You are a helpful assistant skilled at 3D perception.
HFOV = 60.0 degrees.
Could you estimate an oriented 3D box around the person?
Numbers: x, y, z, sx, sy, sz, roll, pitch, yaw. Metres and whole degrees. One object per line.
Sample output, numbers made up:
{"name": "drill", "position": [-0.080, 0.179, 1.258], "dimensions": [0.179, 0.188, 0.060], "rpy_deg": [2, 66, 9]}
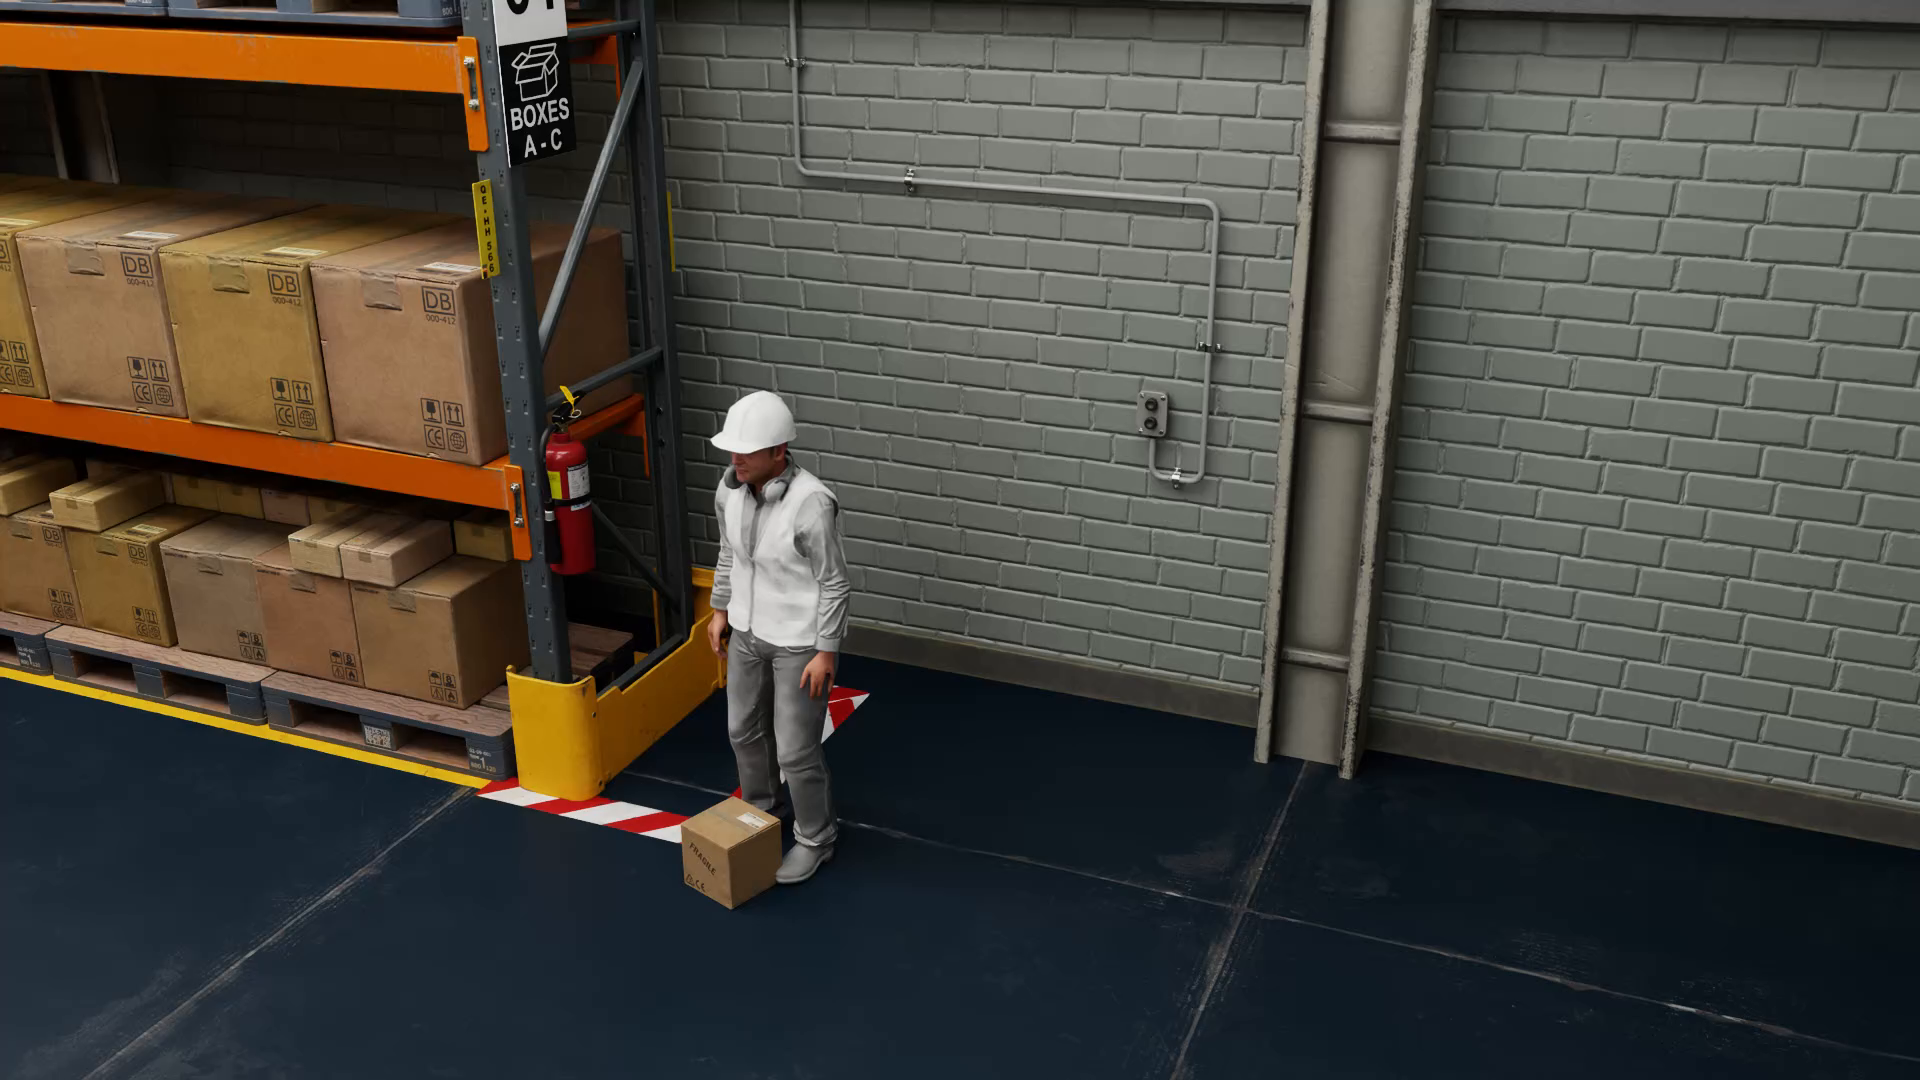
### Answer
{"name": "person", "position": [-0.630, 0.325, 5.757], "dimensions": [0.589, 1.772, 0.461], "rpy_deg": [18, 28, 37]}
